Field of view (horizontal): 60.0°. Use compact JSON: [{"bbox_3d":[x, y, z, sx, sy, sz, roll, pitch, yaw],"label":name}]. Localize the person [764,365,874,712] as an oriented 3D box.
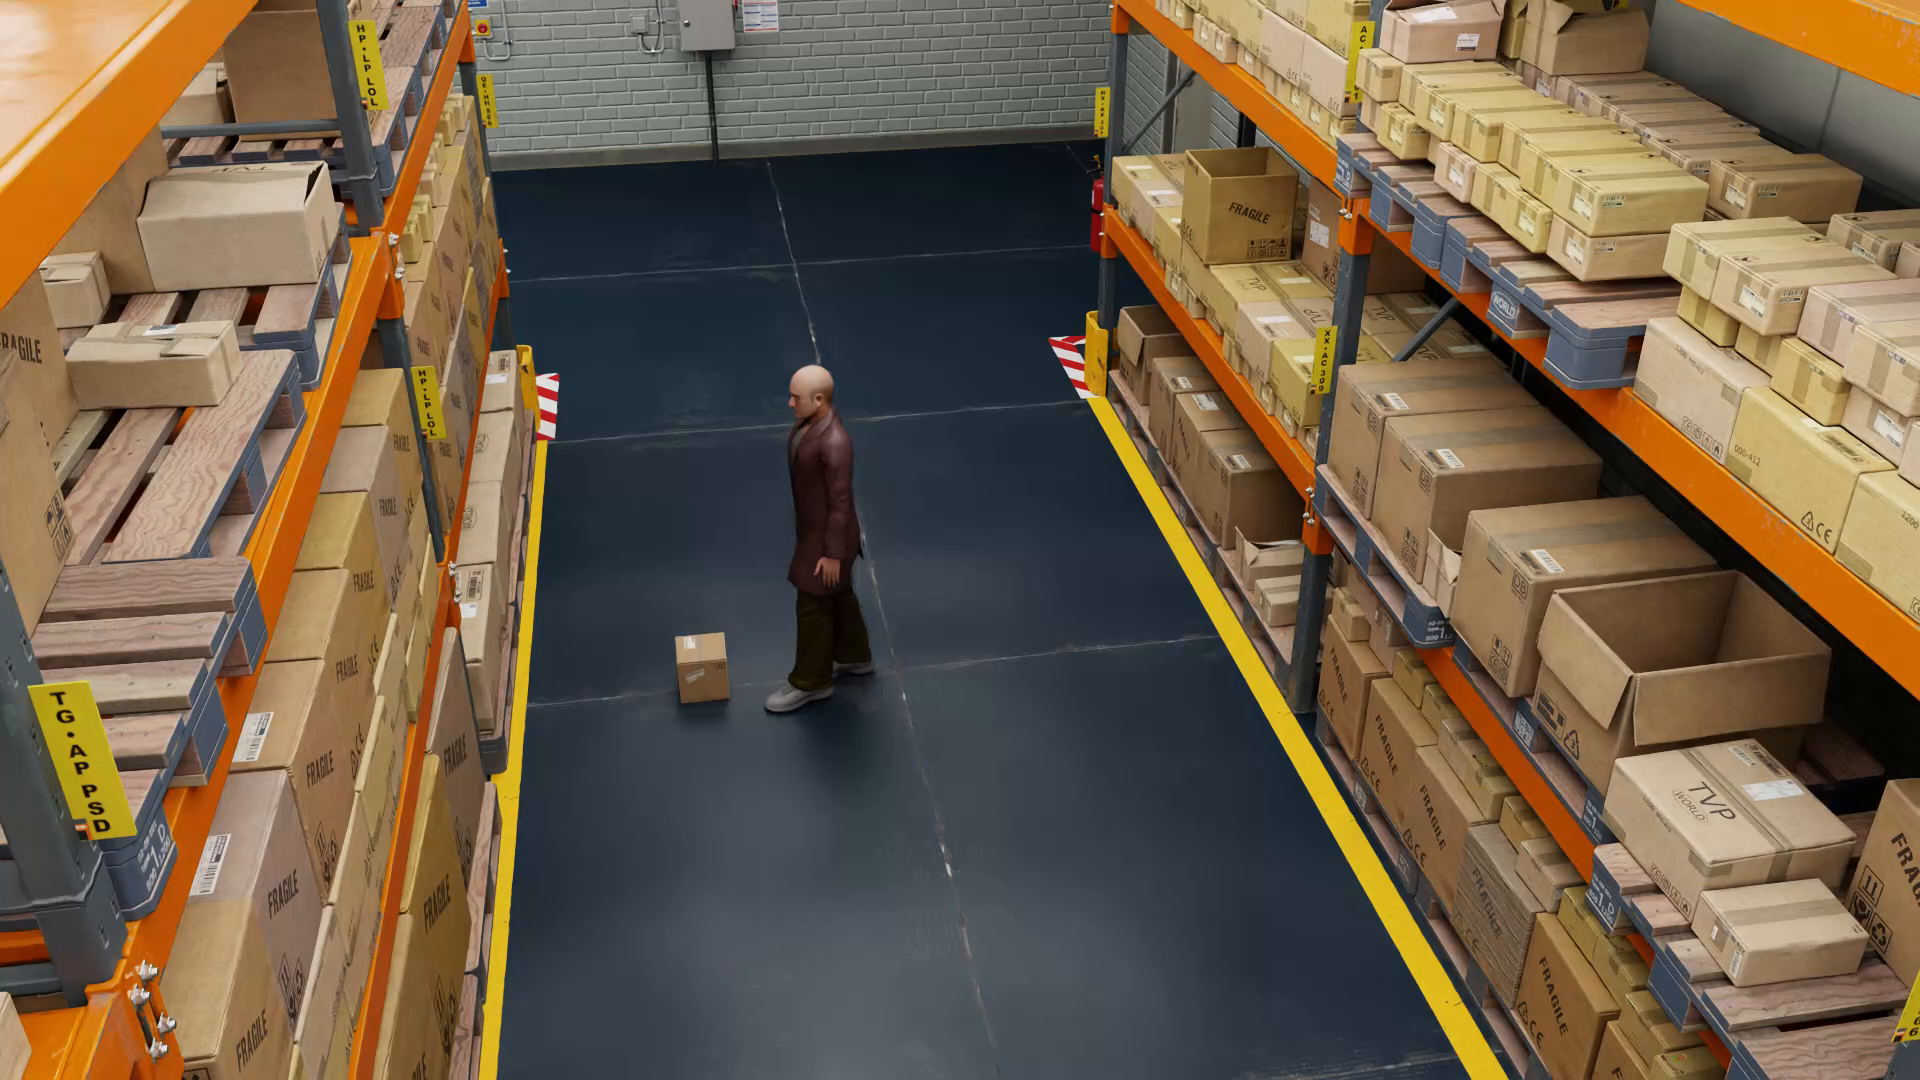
[{"bbox_3d":[-0.728,0.071,8.201,0.612,1.588,0.609,-7,31,-12],"label":"person"}]
